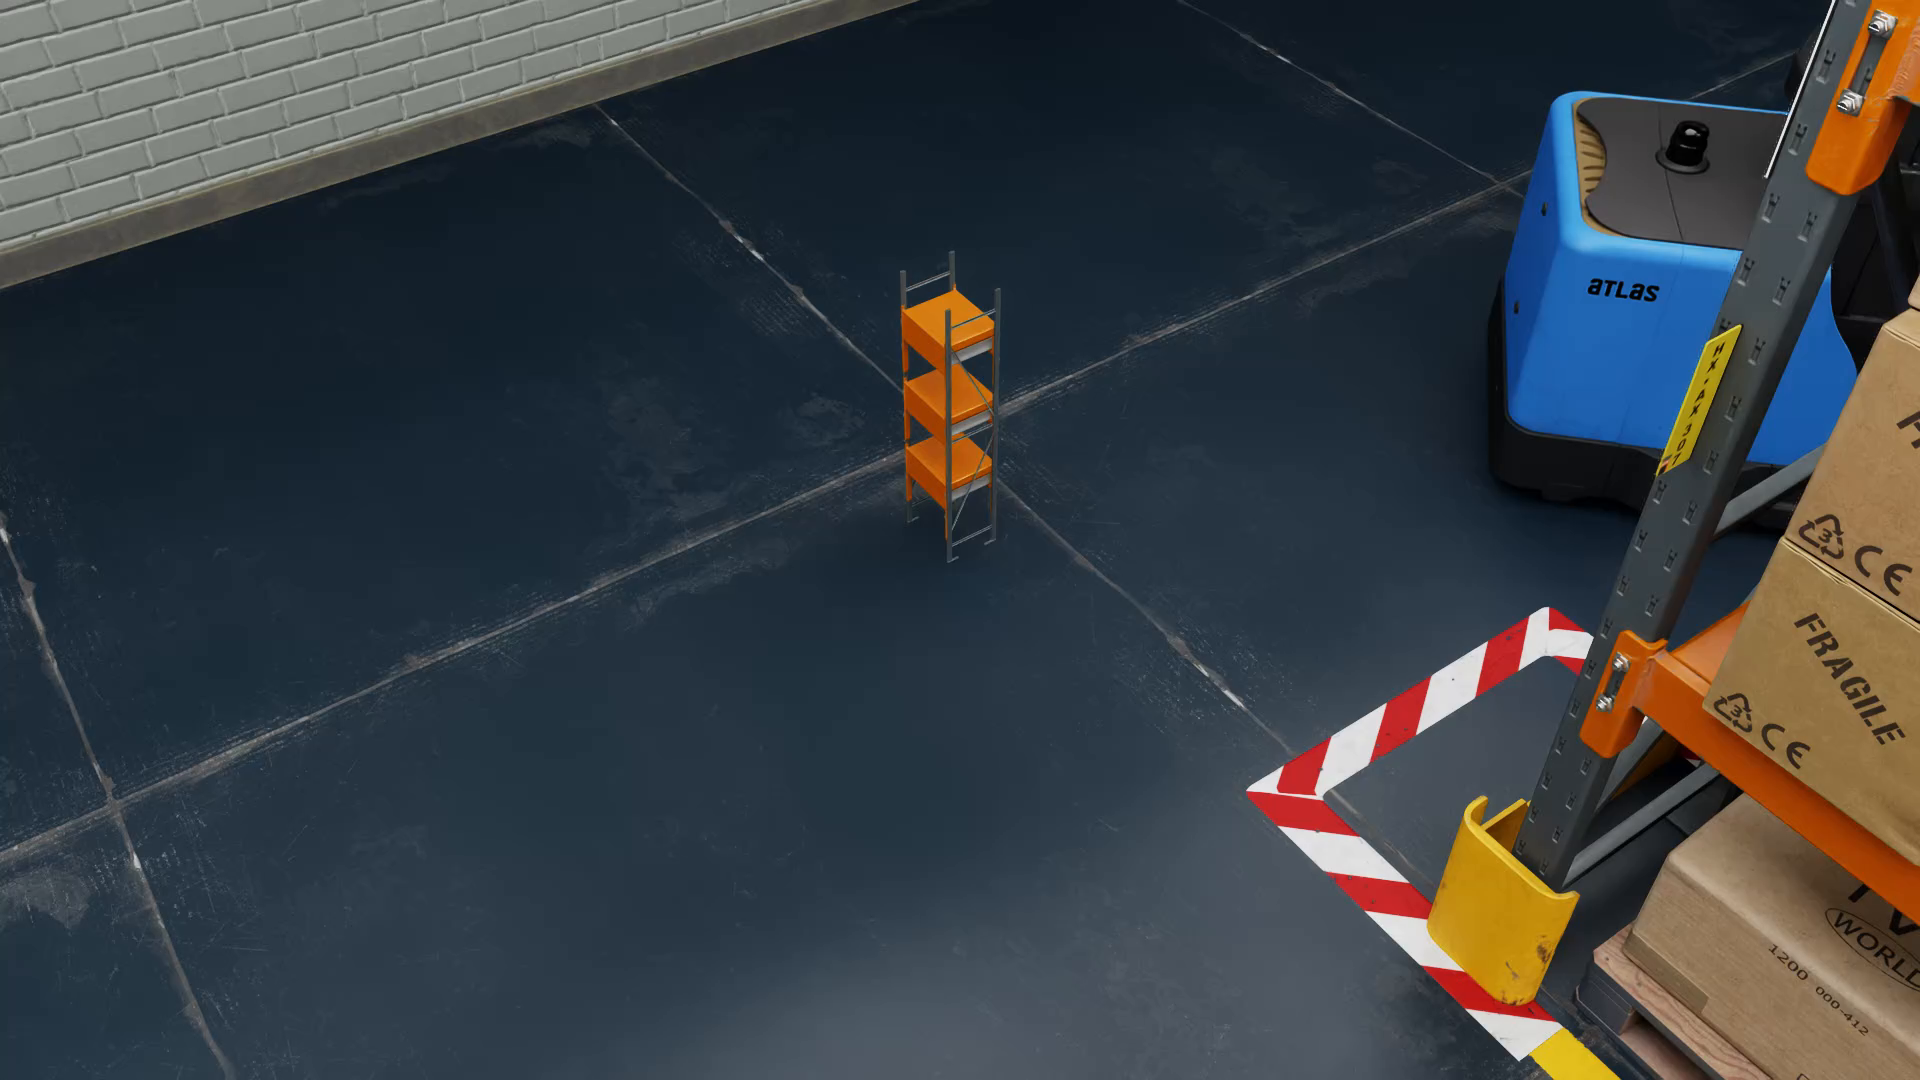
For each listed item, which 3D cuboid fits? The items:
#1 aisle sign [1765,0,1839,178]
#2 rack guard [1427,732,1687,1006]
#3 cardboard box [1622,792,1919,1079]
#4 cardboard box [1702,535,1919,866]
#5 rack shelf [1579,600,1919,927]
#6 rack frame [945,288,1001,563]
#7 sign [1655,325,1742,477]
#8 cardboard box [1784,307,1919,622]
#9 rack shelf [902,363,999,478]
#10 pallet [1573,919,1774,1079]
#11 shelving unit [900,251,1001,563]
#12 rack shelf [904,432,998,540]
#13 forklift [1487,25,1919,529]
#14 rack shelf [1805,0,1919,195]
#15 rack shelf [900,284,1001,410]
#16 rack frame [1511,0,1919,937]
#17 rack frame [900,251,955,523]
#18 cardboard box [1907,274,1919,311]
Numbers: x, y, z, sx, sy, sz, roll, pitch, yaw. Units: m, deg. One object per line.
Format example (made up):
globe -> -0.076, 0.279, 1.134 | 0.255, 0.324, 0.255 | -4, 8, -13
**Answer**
aisle sign -> 1.584, -1.002, 2.744 | 0.394, 0.787, 0.004 | -26, 49, -24
rack guard -> 1.849, 0.755, 4.597 | 1.175, 0.500, 0.348 | -26, 49, -24
cardboard box -> 2.322, 0.974, 4.109 | 0.875, 0.438, 0.875 | -27, 50, -26
cardboard box -> 1.902, 0.214, 3.281 | 0.500, 0.500, 0.500 | -26, 49, -25
rack shelf -> 3.007, 1.258, 2.781 | 1.077, 0.370, 4.000 | -26, 49, -24
rack frame -> 0.039, -0.341, 5.347 | 0.200, 1.050, 0.008 | -26, 49, -24
sign -> 1.404, -0.261, 3.167 | 0.100, 0.325, 0.005 | -26, 49, -24
cardboard box -> 1.904, -0.148, 2.937 | 0.500, 0.500, 0.500 | -27, 50, -25
rack shelf -> -0.031, -0.402, 5.427 | 0.215, 0.259, 0.240 | -26, 49, -24
pallet -> 2.384, 1.296, 4.240 | 1.003, 0.211, 1.213 | -26, 49, -24
shelving unit -> -0.031, -0.410, 5.419 | 0.215, 1.050, 0.252 | -26, 49, -24
rack shelf -> -0.031, -0.201, 5.618 | 0.215, 0.259, 0.240 | -26, 49, -24
forklift -> 3.458, -1.337, 5.028 | 3.031, 2.935, 1.130 | 9, 44, 9
rack shelf -> 3.007, 0.173, 1.745 | 1.077, 0.370, 4.000 | -26, 49, -24
rack shelf -> -0.031, -0.608, 5.231 | 0.215, 0.259, 0.240 | -26, 49, -24
rack frame -> 1.863, -0.135, 3.719 | 1.000, 3.000, 0.127 | -26, 49, -24
rack frame -> -0.100, -0.479, 5.492 | 0.200, 1.050, 0.008 | -26, 49, -24
cardboard box -> 1.839, -0.457, 2.790 | 0.380, 0.149, 0.250 | -25, 49, -24
